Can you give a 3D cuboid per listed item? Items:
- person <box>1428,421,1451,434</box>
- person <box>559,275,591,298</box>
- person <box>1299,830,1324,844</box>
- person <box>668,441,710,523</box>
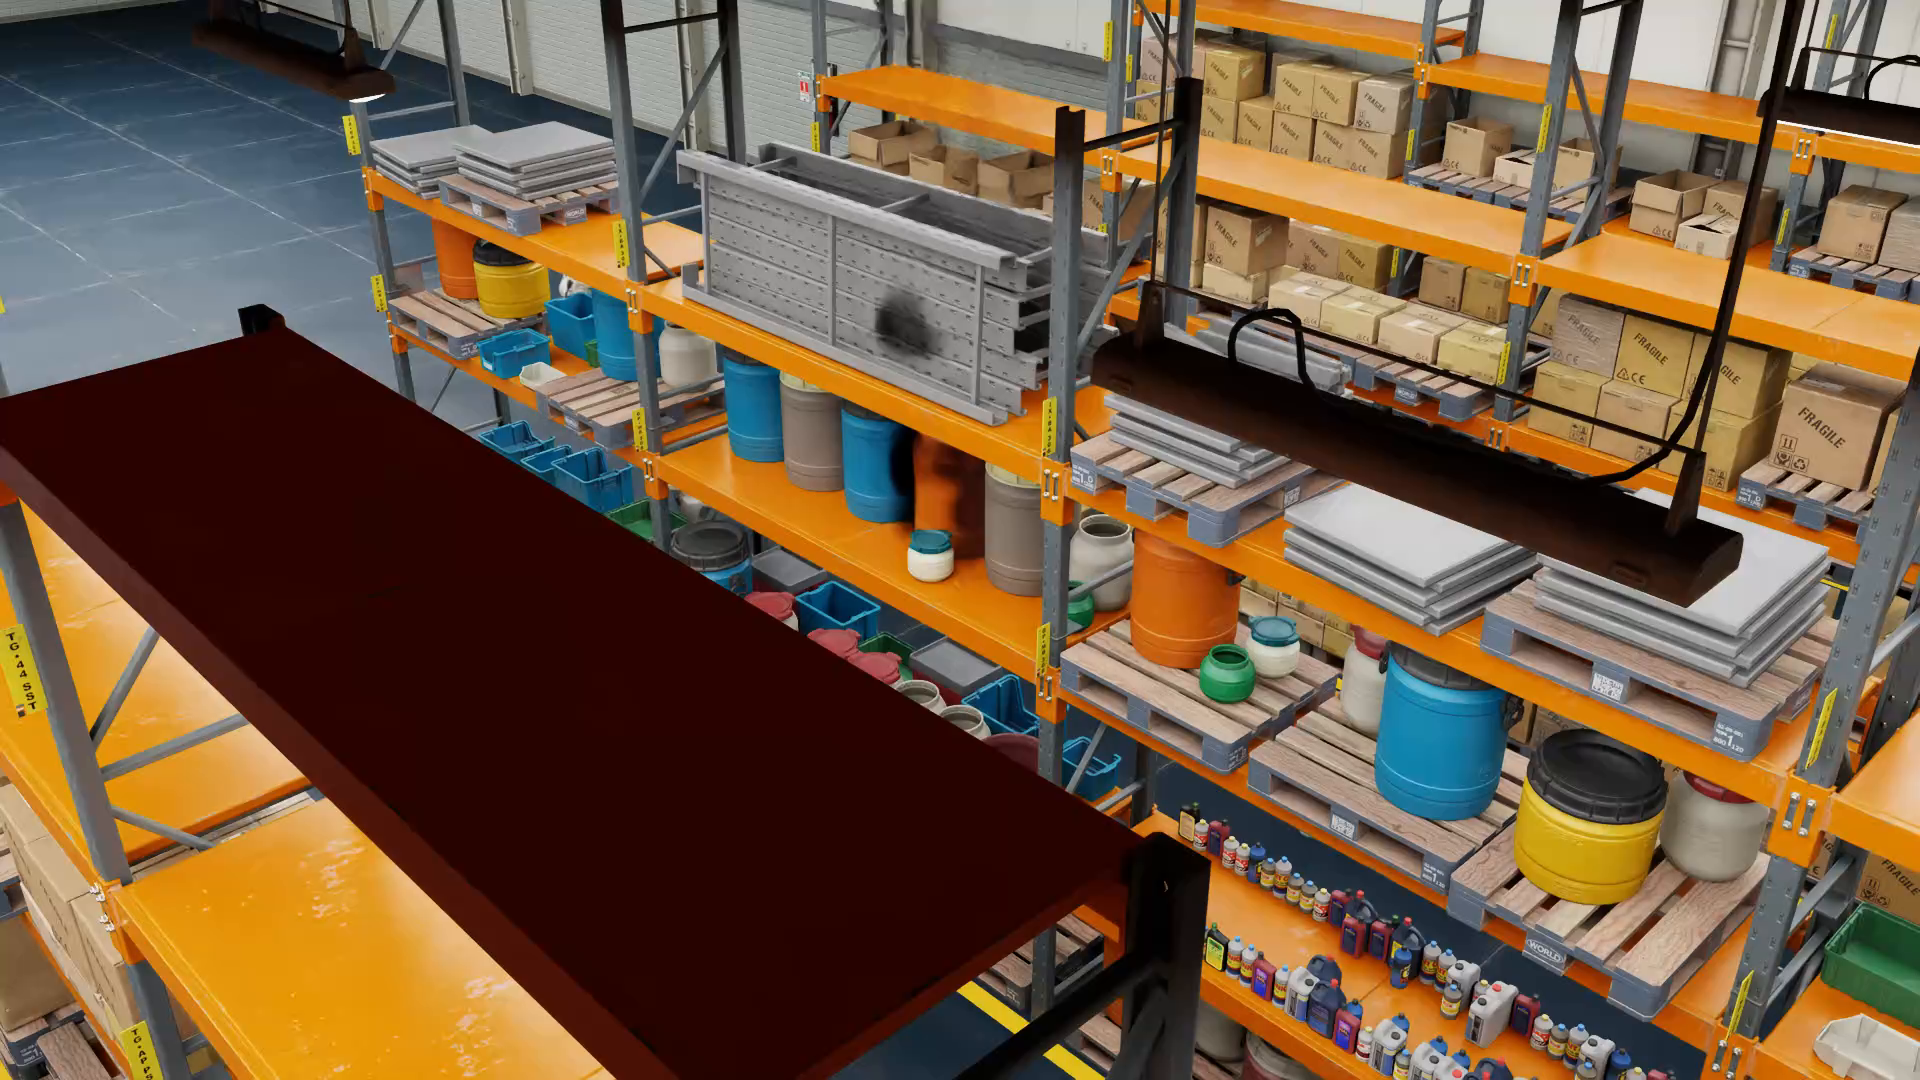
[{"bbox_3d":[4.541,-0.439,16.002,0.769,1.636,0.607,23,36,37],"label":"person"},{"bbox_3d":[-4.593,-2.728,20.198,1.090,1.707,0.545,-11,30,-19],"label":"person"},{"bbox_3d":[2.942,1.600,12.169,0.787,1.647,0.604,25,37,38],"label":"person"},{"bbox_3d":[-2.498,-0.365,15.725,0.927,1.673,0.618,20,34,32],"label":"person"}]
